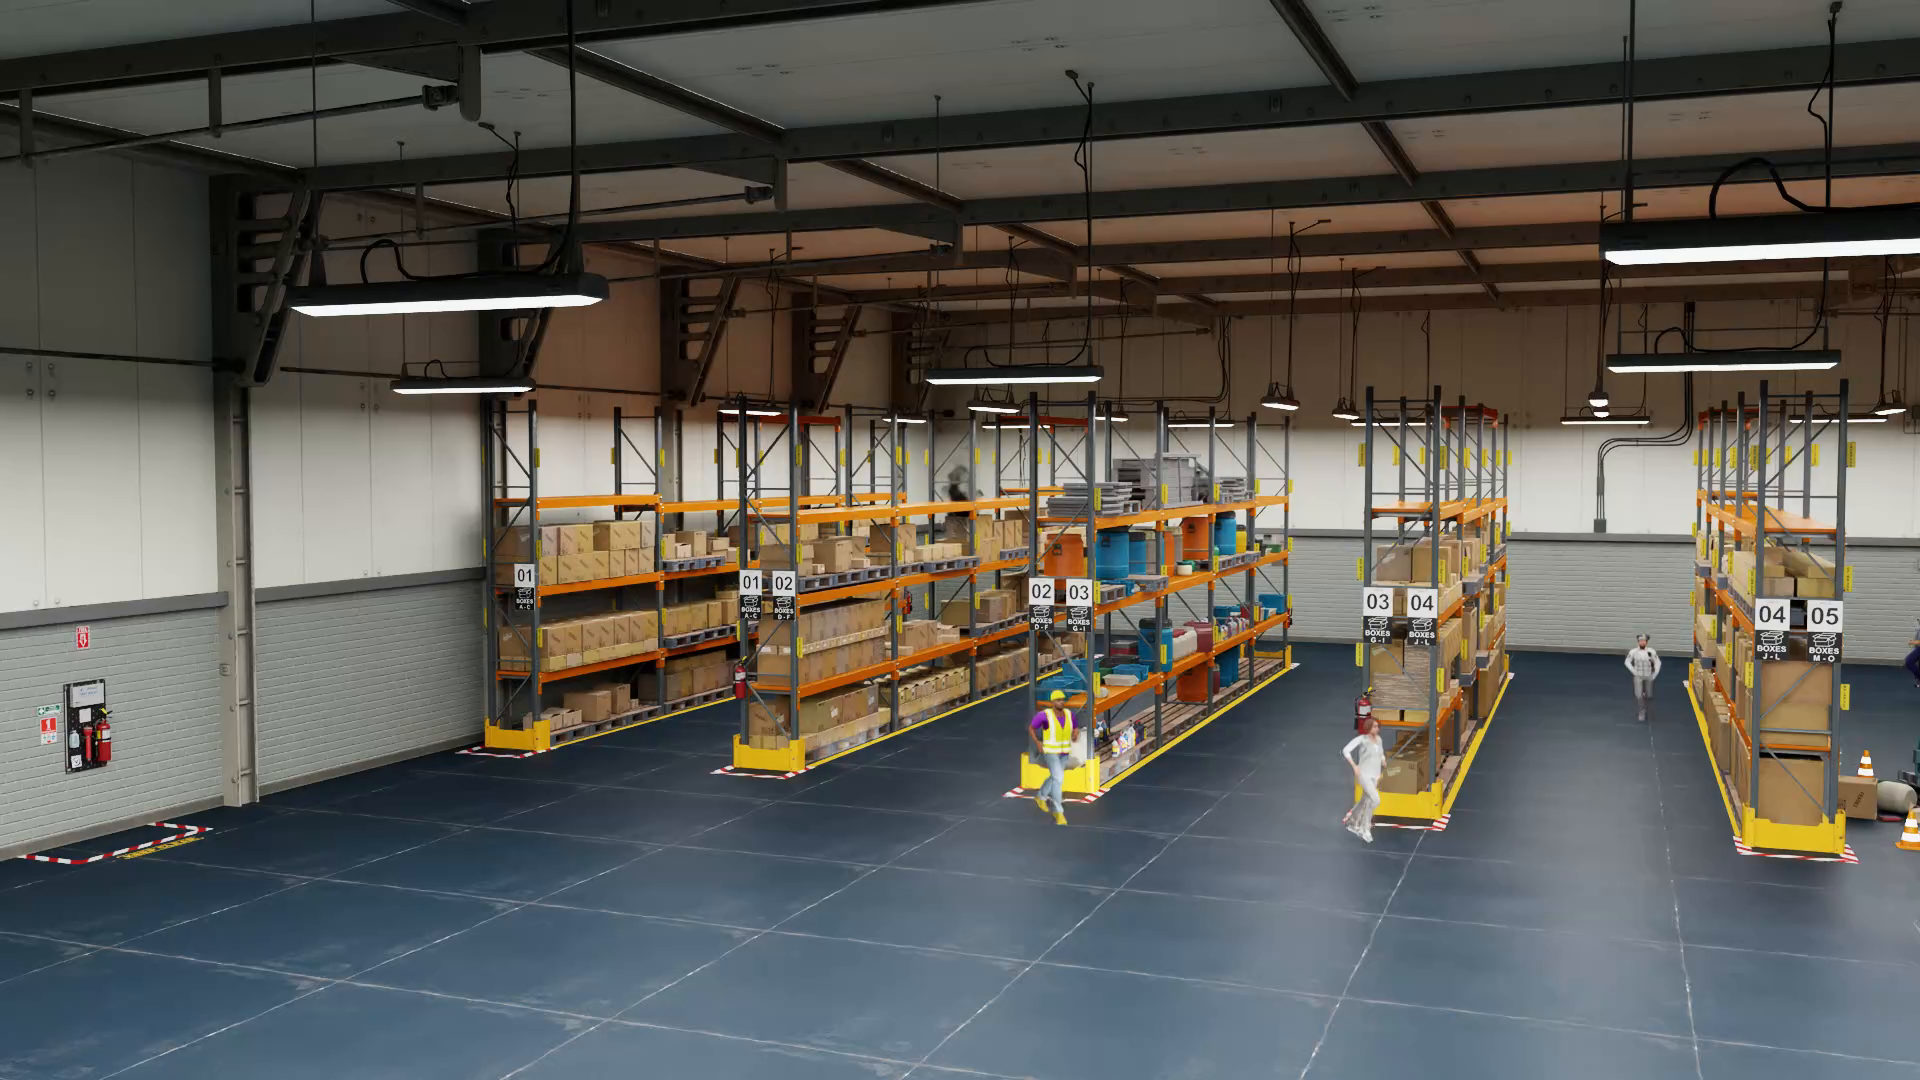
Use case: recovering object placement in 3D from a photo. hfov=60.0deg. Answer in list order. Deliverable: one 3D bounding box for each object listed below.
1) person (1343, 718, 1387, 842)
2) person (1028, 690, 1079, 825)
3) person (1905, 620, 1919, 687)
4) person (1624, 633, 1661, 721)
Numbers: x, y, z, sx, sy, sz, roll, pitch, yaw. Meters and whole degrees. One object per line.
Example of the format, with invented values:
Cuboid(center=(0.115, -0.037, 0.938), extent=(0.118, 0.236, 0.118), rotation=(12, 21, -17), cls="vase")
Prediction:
Cuboid(center=(5.333, 3.135, 21.807), extent=(0.524, 1.623, 0.649), rotation=(-2, 3, -36), cls="person")
Cuboid(center=(1.339, 2.971, 23.076), extent=(0.715, 1.809, 0.862), rotation=(-2, 3, -31), cls="person")
Cuboid(center=(20.868, 2.429, 36.058), extent=(0.601, 1.578, 0.613), rotation=(1, 3, 19), cls="person")
Cuboid(center=(13.103, 2.615, 31.922), extent=(0.653, 1.661, 0.547), rotation=(1, 3, 17), cls="person")
